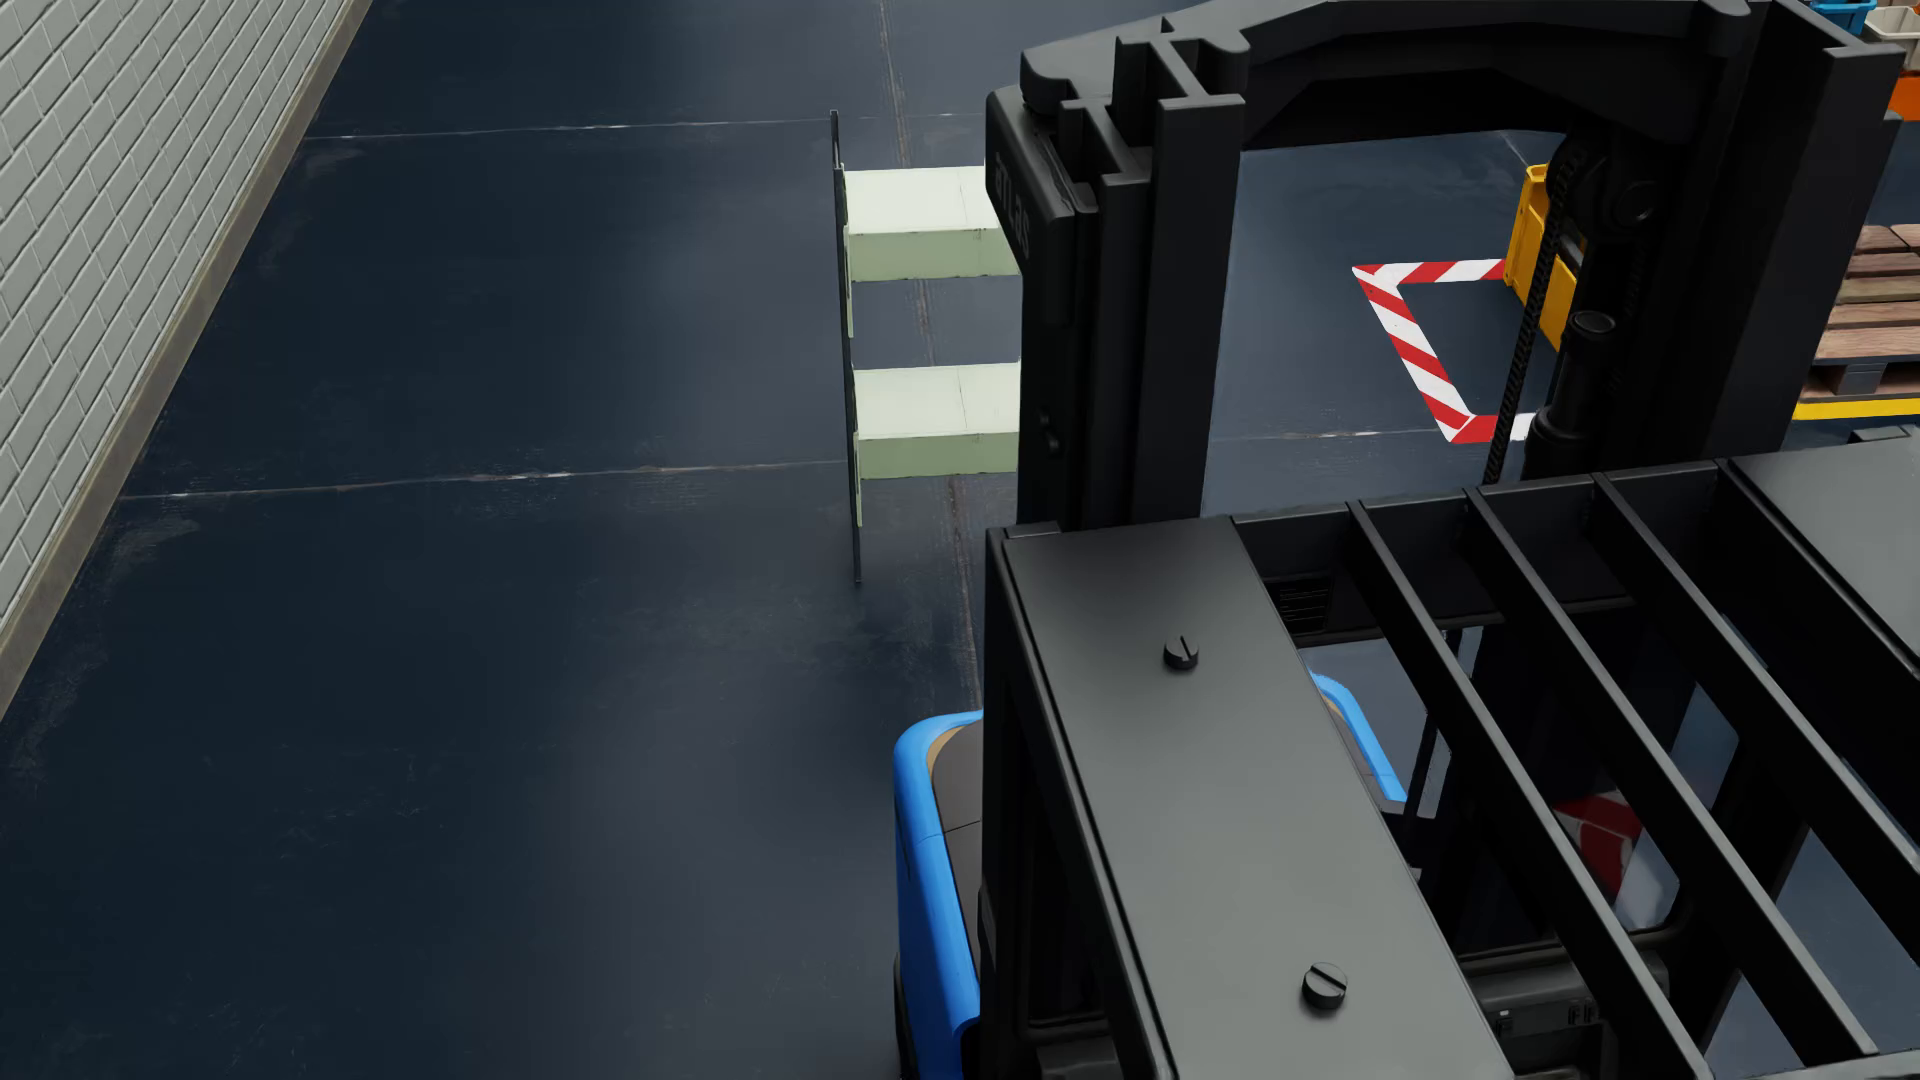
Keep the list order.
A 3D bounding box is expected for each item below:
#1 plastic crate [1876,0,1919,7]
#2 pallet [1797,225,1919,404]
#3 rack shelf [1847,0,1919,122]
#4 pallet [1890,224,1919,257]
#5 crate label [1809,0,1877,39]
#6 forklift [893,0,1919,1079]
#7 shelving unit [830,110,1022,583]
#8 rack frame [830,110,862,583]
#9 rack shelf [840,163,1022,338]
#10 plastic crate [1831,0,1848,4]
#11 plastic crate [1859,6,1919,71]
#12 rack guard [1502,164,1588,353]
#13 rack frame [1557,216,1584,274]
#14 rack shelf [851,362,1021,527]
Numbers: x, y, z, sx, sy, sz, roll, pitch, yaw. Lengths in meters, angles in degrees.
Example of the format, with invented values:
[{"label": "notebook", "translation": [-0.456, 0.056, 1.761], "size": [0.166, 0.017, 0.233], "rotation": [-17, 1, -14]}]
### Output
[{"label": "plastic crate", "translation": [3.380, -2.077, 6.125], "size": [0.243, 0.136, 0.396], "rotation": [-3, 38, -4]}, {"label": "pallet", "translation": [3.409, -0.927, 6.755], "size": [1.213, 0.211, 1.003], "rotation": [-3, 38, -4]}, {"label": "rack shelf", "translation": [4.576, -1.828, 6.226], "size": [4.000, 0.370, 1.077], "rotation": [-3, 38, -4]}, {"label": "pallet", "translation": [4.621, -0.992, 6.837], "size": [1.213, 0.211, 1.003], "rotation": [-3, 38, -4]}, {"label": "crate label", "translation": [2.859, -1.769, 5.657], "size": [0.303, 0.233, 0.416], "rotation": [-3, 38, -4]}, {"label": "forklift", "translation": [0.614, 0.919, 2.219], "size": [1.130, 2.935, 3.031], "rotation": [-7, 39, -8]}, {"label": "shelving unit", "translation": [0.007, -0.589, 5.286], "size": [0.755, 1.500, 0.431], "rotation": [-3, 38, -4]}, {"label": "rack frame", "translation": [-0.358, -0.569, 5.260], "size": [0.023, 1.500, 0.400], "rotation": [-3, 38, -4]}, {"label": "rack shelf", "translation": [0.007, -0.896, 5.044], "size": [0.720, 0.370, 0.431], "rotation": [-3, 38, -4]}, {"label": "plastic crate", "translation": [2.901, -2.171, 6.004], "size": [0.499, 0.435, 0.616], "rotation": [-3, 38, -4]}, {"label": "plastic crate", "translation": [3.186, -1.697, 5.644], "size": [0.298, 0.136, 0.250], "rotation": [-3, 38, -4]}, {"label": "rack guard", "translation": [2.561, -1.010, 6.626], "size": [0.348, 0.500, 1.175], "rotation": [-3, 38, -4]}, {"label": "rack frame", "translation": [2.584, -2.000, 5.864], "size": [0.127, 3.000, 1.000], "rotation": [-3, 38, -4]}, {"label": "rack shelf", "translation": [0.007, -0.333, 5.488], "size": [0.720, 0.370, 0.431], "rotation": [-3, 38, -4]}]
